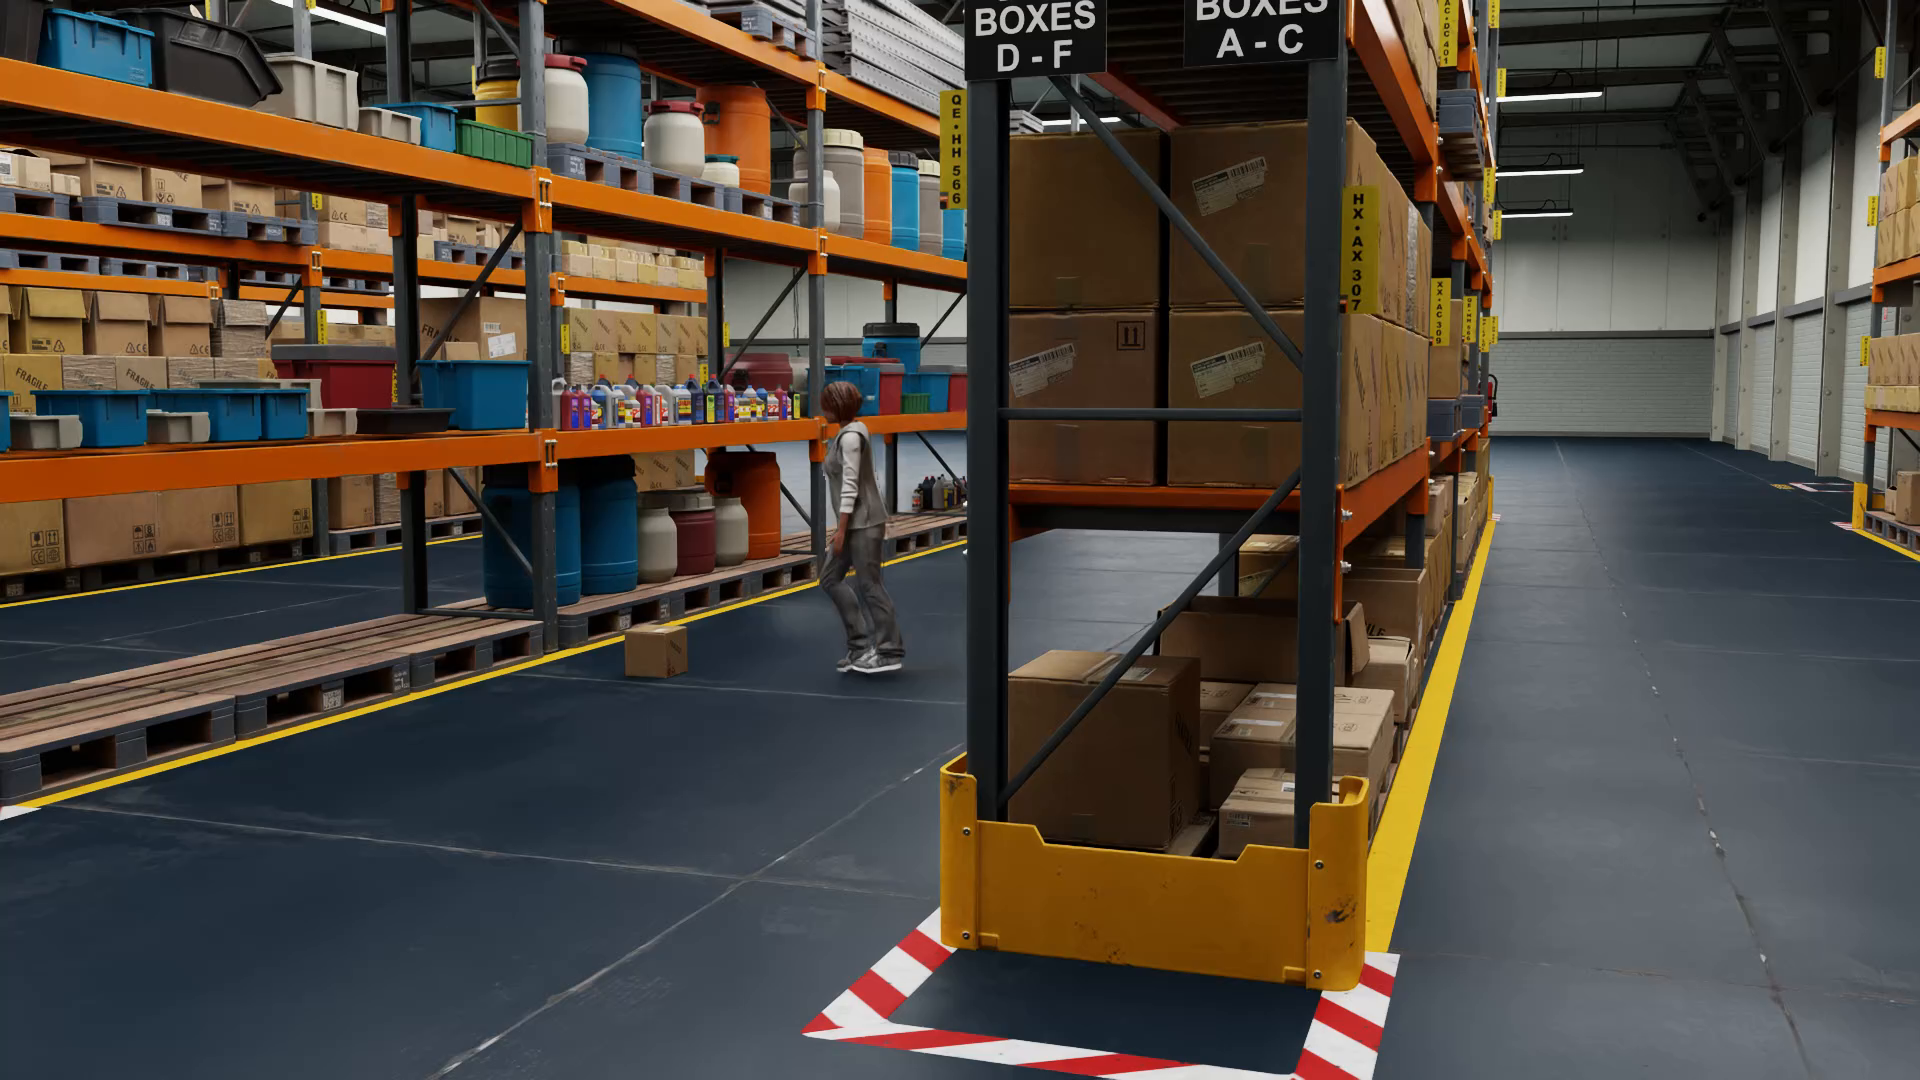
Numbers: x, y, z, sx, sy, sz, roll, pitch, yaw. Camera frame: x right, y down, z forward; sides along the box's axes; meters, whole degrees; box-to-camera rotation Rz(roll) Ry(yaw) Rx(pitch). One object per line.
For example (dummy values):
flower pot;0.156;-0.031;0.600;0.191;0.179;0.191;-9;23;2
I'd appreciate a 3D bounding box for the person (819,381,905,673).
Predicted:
person;-0.525;-0.059;8.982;0.459;1.595;0.423;-1;5;-9
